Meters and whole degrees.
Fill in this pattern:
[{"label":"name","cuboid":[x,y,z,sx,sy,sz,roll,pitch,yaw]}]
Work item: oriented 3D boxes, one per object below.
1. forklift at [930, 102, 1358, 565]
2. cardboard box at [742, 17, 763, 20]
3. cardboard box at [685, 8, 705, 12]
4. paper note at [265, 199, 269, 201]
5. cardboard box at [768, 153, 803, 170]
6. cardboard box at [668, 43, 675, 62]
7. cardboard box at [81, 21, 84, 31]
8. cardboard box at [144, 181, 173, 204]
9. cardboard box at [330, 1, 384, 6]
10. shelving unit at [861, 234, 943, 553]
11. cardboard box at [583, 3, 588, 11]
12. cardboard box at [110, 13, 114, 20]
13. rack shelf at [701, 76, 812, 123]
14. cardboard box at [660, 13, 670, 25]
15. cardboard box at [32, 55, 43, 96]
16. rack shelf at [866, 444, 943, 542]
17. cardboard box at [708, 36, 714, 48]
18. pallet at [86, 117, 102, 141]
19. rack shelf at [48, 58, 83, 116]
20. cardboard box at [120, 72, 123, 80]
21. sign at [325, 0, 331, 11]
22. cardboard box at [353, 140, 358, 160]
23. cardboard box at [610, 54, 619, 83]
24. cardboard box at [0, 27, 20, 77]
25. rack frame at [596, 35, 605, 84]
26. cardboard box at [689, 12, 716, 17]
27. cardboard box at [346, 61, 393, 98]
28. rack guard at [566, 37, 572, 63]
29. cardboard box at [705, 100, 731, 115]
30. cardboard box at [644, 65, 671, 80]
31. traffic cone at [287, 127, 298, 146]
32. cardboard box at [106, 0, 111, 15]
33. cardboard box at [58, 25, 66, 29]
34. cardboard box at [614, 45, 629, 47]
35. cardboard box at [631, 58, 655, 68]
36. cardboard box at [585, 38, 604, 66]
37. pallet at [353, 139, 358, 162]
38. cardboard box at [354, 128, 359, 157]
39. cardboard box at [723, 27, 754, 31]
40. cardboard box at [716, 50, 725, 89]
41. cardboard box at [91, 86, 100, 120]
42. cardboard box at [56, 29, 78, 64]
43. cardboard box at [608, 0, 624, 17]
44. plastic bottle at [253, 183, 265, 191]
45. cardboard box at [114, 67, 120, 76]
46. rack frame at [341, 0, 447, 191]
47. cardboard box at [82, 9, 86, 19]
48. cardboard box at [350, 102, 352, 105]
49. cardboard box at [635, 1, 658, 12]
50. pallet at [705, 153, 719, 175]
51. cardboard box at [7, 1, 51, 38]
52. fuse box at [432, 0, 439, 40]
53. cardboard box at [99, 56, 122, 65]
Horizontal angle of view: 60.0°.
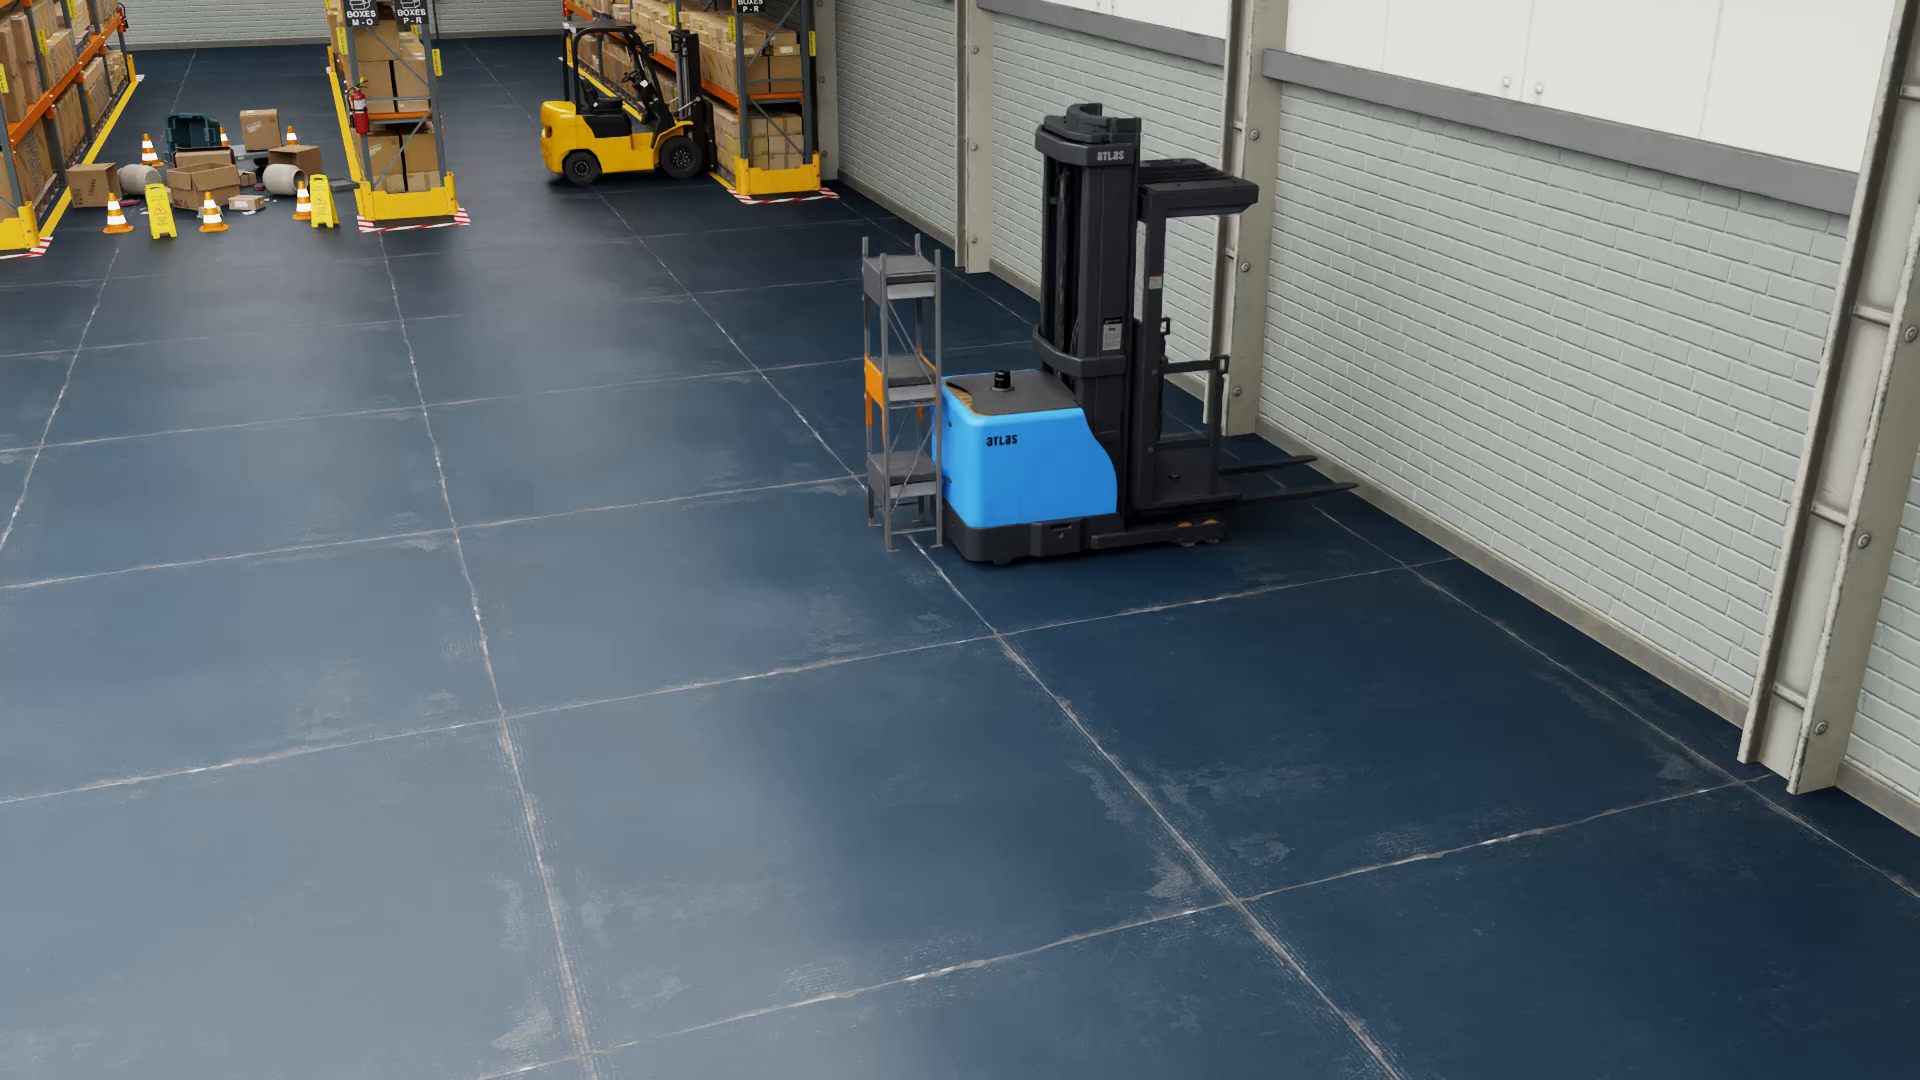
[{"label":"forklift","cuboid":[1.357,-1.493,11.518,3.031,2.935,1.130,-7,24,-16]},{"label":"cardboard box","cuboid":[-3.156,-7.709,24.830,0.380,0.149,0.250,-9,24,-20]},{"label":"cardboard box","cuboid":[-4.392,-8.833,27.882,0.380,0.149,0.250,-8,24,-19]},{"label":"paper note","cuboid":[-9.559,-4.661,22.784,0.148,0.019,0.142,0,23,-1]},{"label":"cardboard box","cuboid":[-2.551,-5.449,23.816,0.500,0.250,0.500,-8,24,-19]},{"label":"cardboard box","cuboid":[-4.397,-7.849,26.703,0.500,0.250,0.500,-8,24,-18]},{"label":"cardboard box","cuboid":[-15.342,-8.863,28.700,0.380,0.149,0.250,-9,25,-21]},{"label":"cardboard box","cuboid":[-10.881,-4.741,22.656,0.396,0.266,0.258,-4,23,-10]},{"label":"cardboard box","cuboid":[-8.504,-7.354,23.537,0.700,0.500,0.500,-8,24,-19]},{"label":"shelving unit","cuboid":[-0.390,-0.991,11.399,0.431,2.100,0.503,-7,24,-16]},{"label":"cardboard box","cuboid":[-7.560,-11.014,34.342,0.380,0.149,0.250,-9,24,-20]},{"label":"cardboard box","cuboid":[-16.804,-10.263,32.562,0.380,0.149,0.250,-8,24,-18]},{"label":"rack shelf","cuboid":[-3.267,-6.713,24.740,1.077,0.370,4.000,-8,24,-19]},{"label":"cardboard box","cuboid":[-4.665,-8.474,27.030,0.380,0.149,0.250,-9,25,-21]},{"label":"cardboard box","cuboid":[-13.070,-6.309,22.664,0.875,0.550,0.550,-8,24,-19]},{"label":"rack shelf","cuboid":[-0.390,-0.334,11.676,0.431,0.518,0.480,-7,24,-16]},{"label":"cardboard box","cuboid":[-3.422,-7.213,24.037,0.380,0.149,0.250,-8,24,-19]},{"label":"pallet","cuboid":[-14.899,-6.825,27.671,1.003,0.211,1.213,-8,24,-19]},{"label":"rack shelf","cuboid":[-13.918,-6.768,24.871,1.077,0.370,4.000,-8,24,-19]},{"label":"cardboard box","cuboid":[-16.623,-9.090,32.586,0.380,0.149,0.250,-9,25,-21]},{"label":"sign","cuboid":[-10.547,-8.998,27.746,0.100,0.325,0.005,-8,24,-19]},{"label":"cardboard box","cuboid":[-8.660,-5.763,24.562,0.500,0.250,0.500,-10,25,-21]},{"label":"cardboard box","cuboid":[-6.470,-9.139,32.248,0.500,0.500,0.500,-9,25,-21]},{"label":"cardboard box","cuboid":[-12.245,-6.035,20.624,0.875,0.550,0.550,-8,24,-19]},{"label":"rack frame","cuboid":[-6.800,-10.678,33.221,1.000,3.000,0.127,-8,24,-19]},{"label":"cardboard box","cuboid":[-3.945,-8.016,25.560,0.380,0.149,0.250,-8,24,-18]},{"label":"cardboard box","cuboid":[-7.653,-5.978,21.558,0.500,0.500,0.500,-9,24,-20]},{"label":"rack guard","cuboid":[-8.186,-10.951,37.090,1.175,0.500,0.348,-8,24,-19]},{"label":"cardboard box","cuboid":[-3.561,-6.381,24.740,0.500,0.250,0.500,-9,24,-20]},{"label":"cardboard box","cuboid":[-5.179,-8.095,29.611,0.875,0.625,0.625,-8,24,-17]},{"label":"traffic cone","cuboid":[-10.364,-6.178,25.812,0.336,0.463,0.334,-8,24,-19]},{"label":"cardboard box","cuboid":[-16.519,-10.235,31.658,0.500,0.500,0.500,-7,24,-16]},{"label":"cardboard box","cuboid":[-14.607,-8.244,26.847,0.380,0.149,0.250,-7,24,-17]},{"label":"cardboard box","cuboid":[-6.541,-9.572,32.440,0.380,0.149,0.250,-9,24,-20]},{"label":"cardboard box","cuboid":[-5.798,-8.709,30.394,0.380,0.149,0.250,-10,25,-22]},{"label":"cardboard box","cuboid":[-7.453,-10.244,34.871,0.700,0.500,0.500,-9,25,-21]},{"label":"pallet","cuboid":[-8.893,-6.086,25.918,1.003,0.211,1.213,-8,24,-19]},{"label":"cardboard box","cuboid":[-8.279,-5.727,23.511,0.500,0.500,0.500,-7,24,-16]},{"label":"cardboard box","cuboid":[-3.137,-7.178,23.572,0.380,0.149,0.250,-8,24,-19]},{"label":"cardboard box","cuboid":[-3.155,-6.696,23.646,0.500,0.500,0.500,-8,24,-17]},{"label":"cardboard box","cuboid":[-14.817,-7.342,27.985,0.500,0.500,0.500,-8,24,-18]},{"label":"cardboard box","cuboid":[-14.214,-7.745,26.135,0.500,0.500,0.500,-8,24,-19]},{"label":"cardboard box","cuboid":[-6.137,-10.033,31.018,0.797,0.503,0.637,-9,24,-20]},{"label":"plastic bottle","cuboid":[-9.915,-5.008,23.553,0.133,0.061,0.283,-4,23,-10]},{"label":"cardboard box","cuboid":[-16.421,-9.030,32.059,0.380,0.149,0.250,-8,24,-18]},{"label":"rack frame","cuboid":[-7.203,-5.635,21.257,1.000,3.000,0.127,-8,24,-19]},{"label":"cardboard box","cuboid":[-15.533,-9.191,29.093,0.380,0.149,0.250,-7,24,-17]},{"label":"cardboard box","cuboid":[-8.489,-6.168,23.720,0.380,0.149,0.250,-7,24,-17]},{"label":"cardboard box","cuboid":[-5.454,-9.316,29.027,0.380,0.149,0.250,-8,24,-18]},{"label":"pallet","cuboid":[-3.297,-5.747,25.114,1.003,0.211,1.213,-8,24,-19]},{"label":"cardboard box","cuboid":[-14.112,-7.799,24.975,0.700,0.500,0.500,-9,24,-20]},{"label":"fuse box","cuboid":[-12.853,-13.136,40.712,0.539,1.711,0.414,-8,24,-19]},{"label":"cardboard box","cuboid":[-16.602,-9.360,32.460,0.380,0.149,0.250,-7,24,-17]}]
